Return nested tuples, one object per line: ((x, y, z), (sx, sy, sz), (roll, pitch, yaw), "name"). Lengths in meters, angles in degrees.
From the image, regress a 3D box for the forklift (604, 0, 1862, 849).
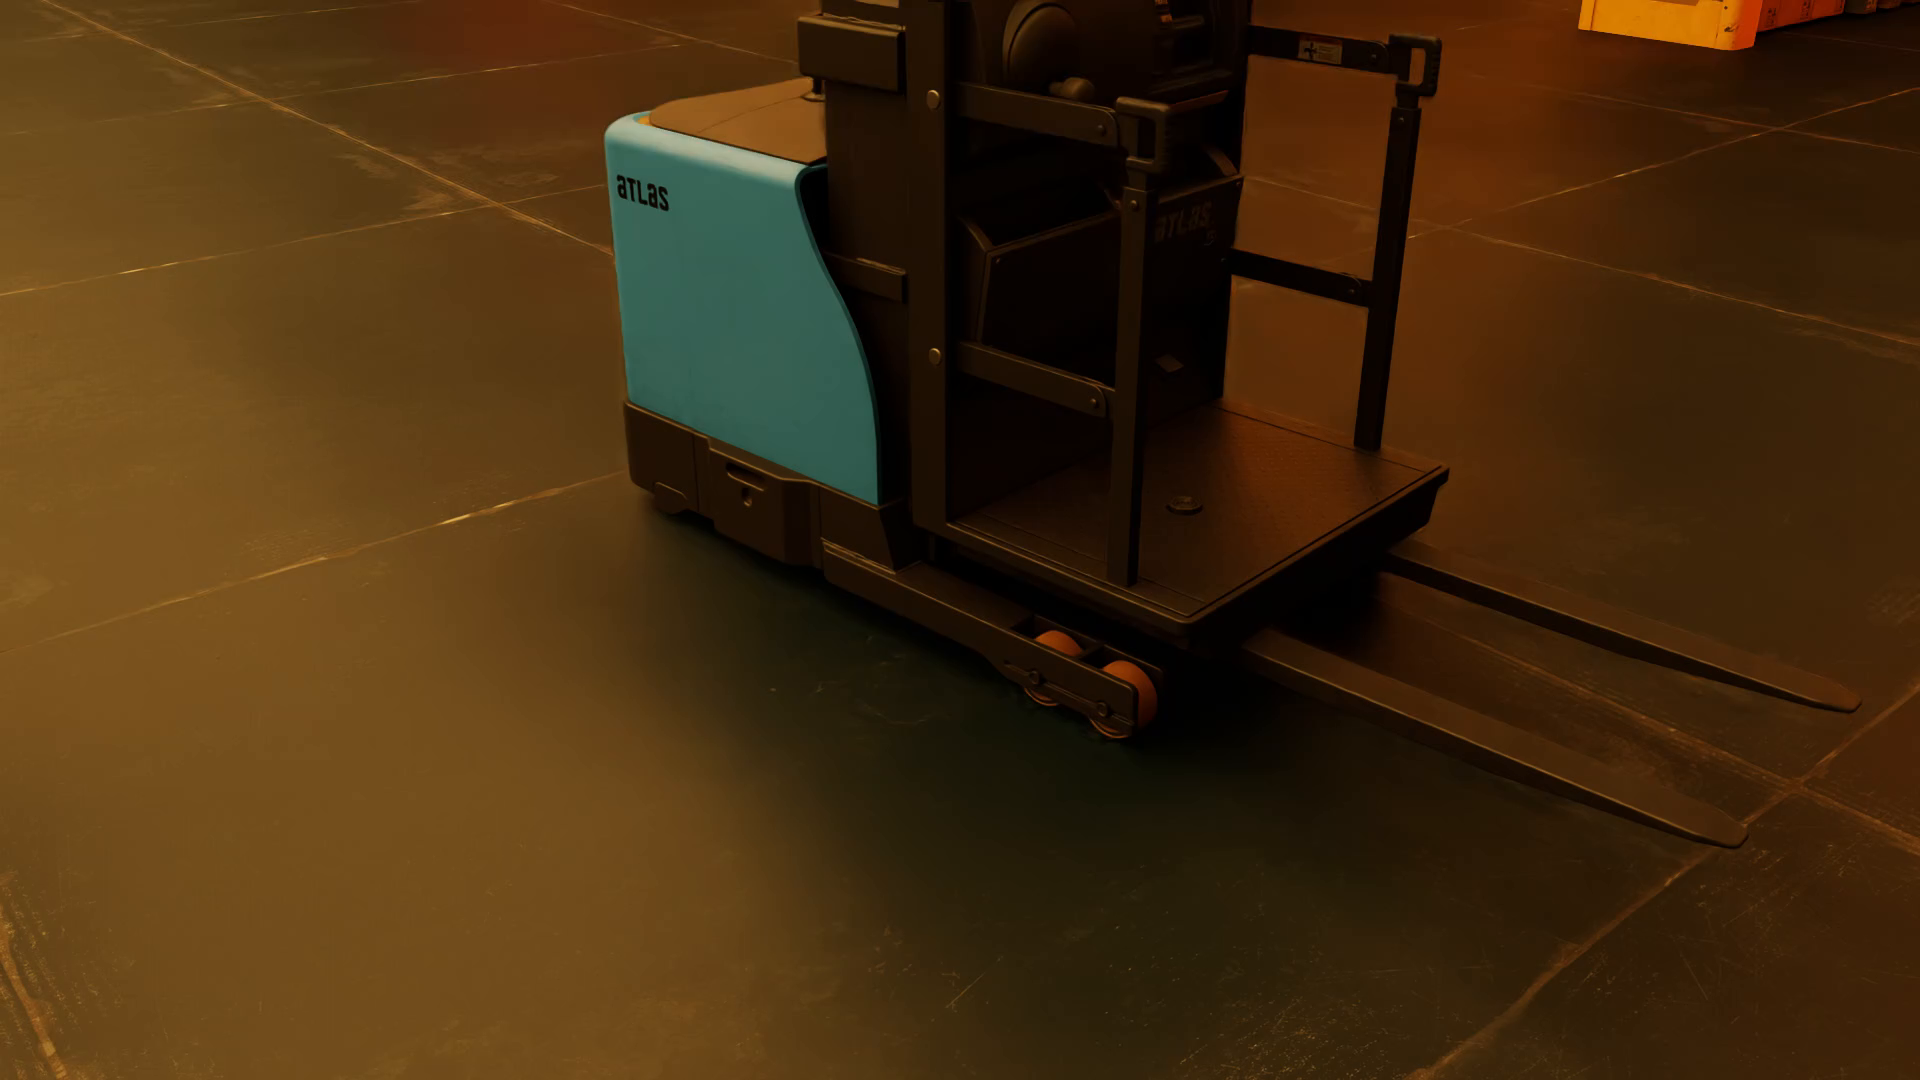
((0.485, -1.142, 3.505), (3.031, 2.935, 1.130), (23, 34, 38), "forklift")
